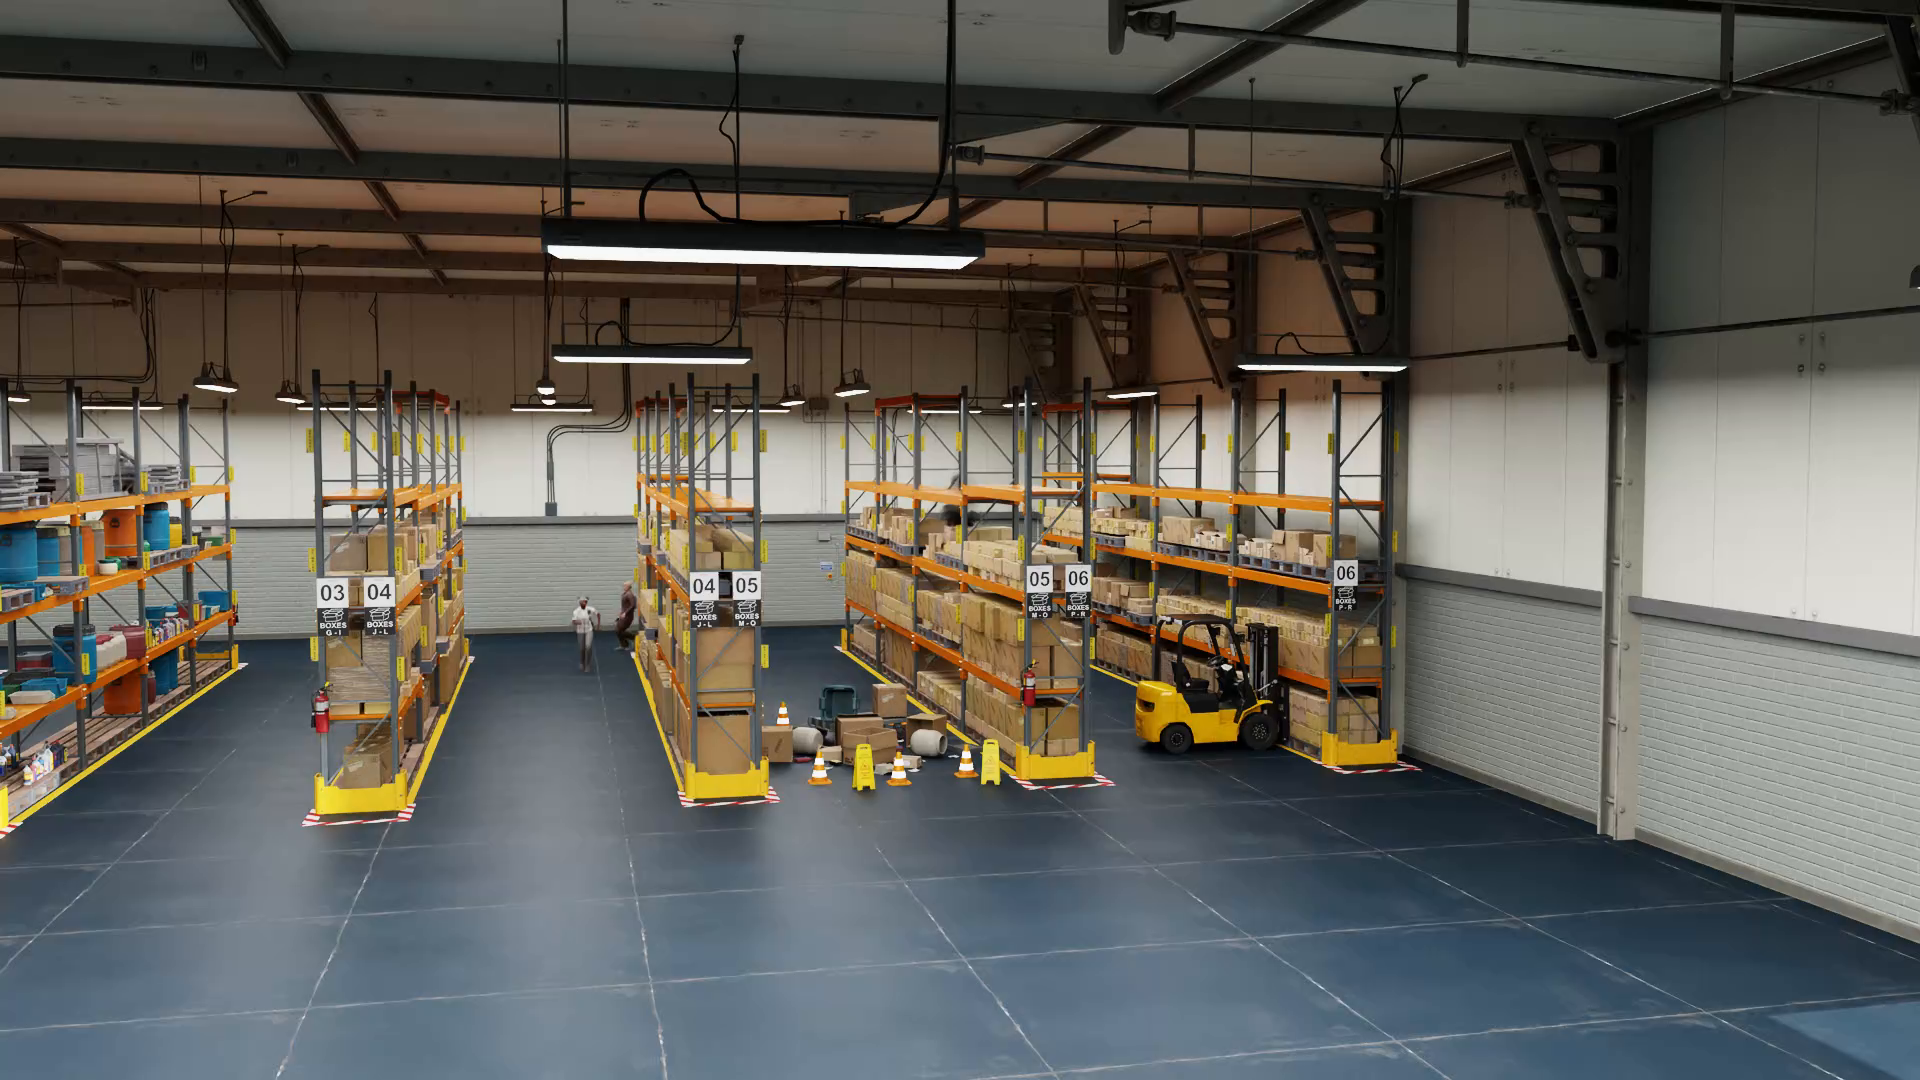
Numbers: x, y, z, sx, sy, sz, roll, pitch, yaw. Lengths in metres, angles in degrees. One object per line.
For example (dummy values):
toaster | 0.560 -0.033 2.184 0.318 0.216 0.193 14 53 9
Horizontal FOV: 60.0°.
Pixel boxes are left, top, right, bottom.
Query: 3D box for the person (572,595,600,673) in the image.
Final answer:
person | -8.206 2.054 36.488 0.585 1.719 0.867 0 3 -4

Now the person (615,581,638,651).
person | -7.988 1.840 40.063 0.620 1.713 0.758 -1 3 -17
